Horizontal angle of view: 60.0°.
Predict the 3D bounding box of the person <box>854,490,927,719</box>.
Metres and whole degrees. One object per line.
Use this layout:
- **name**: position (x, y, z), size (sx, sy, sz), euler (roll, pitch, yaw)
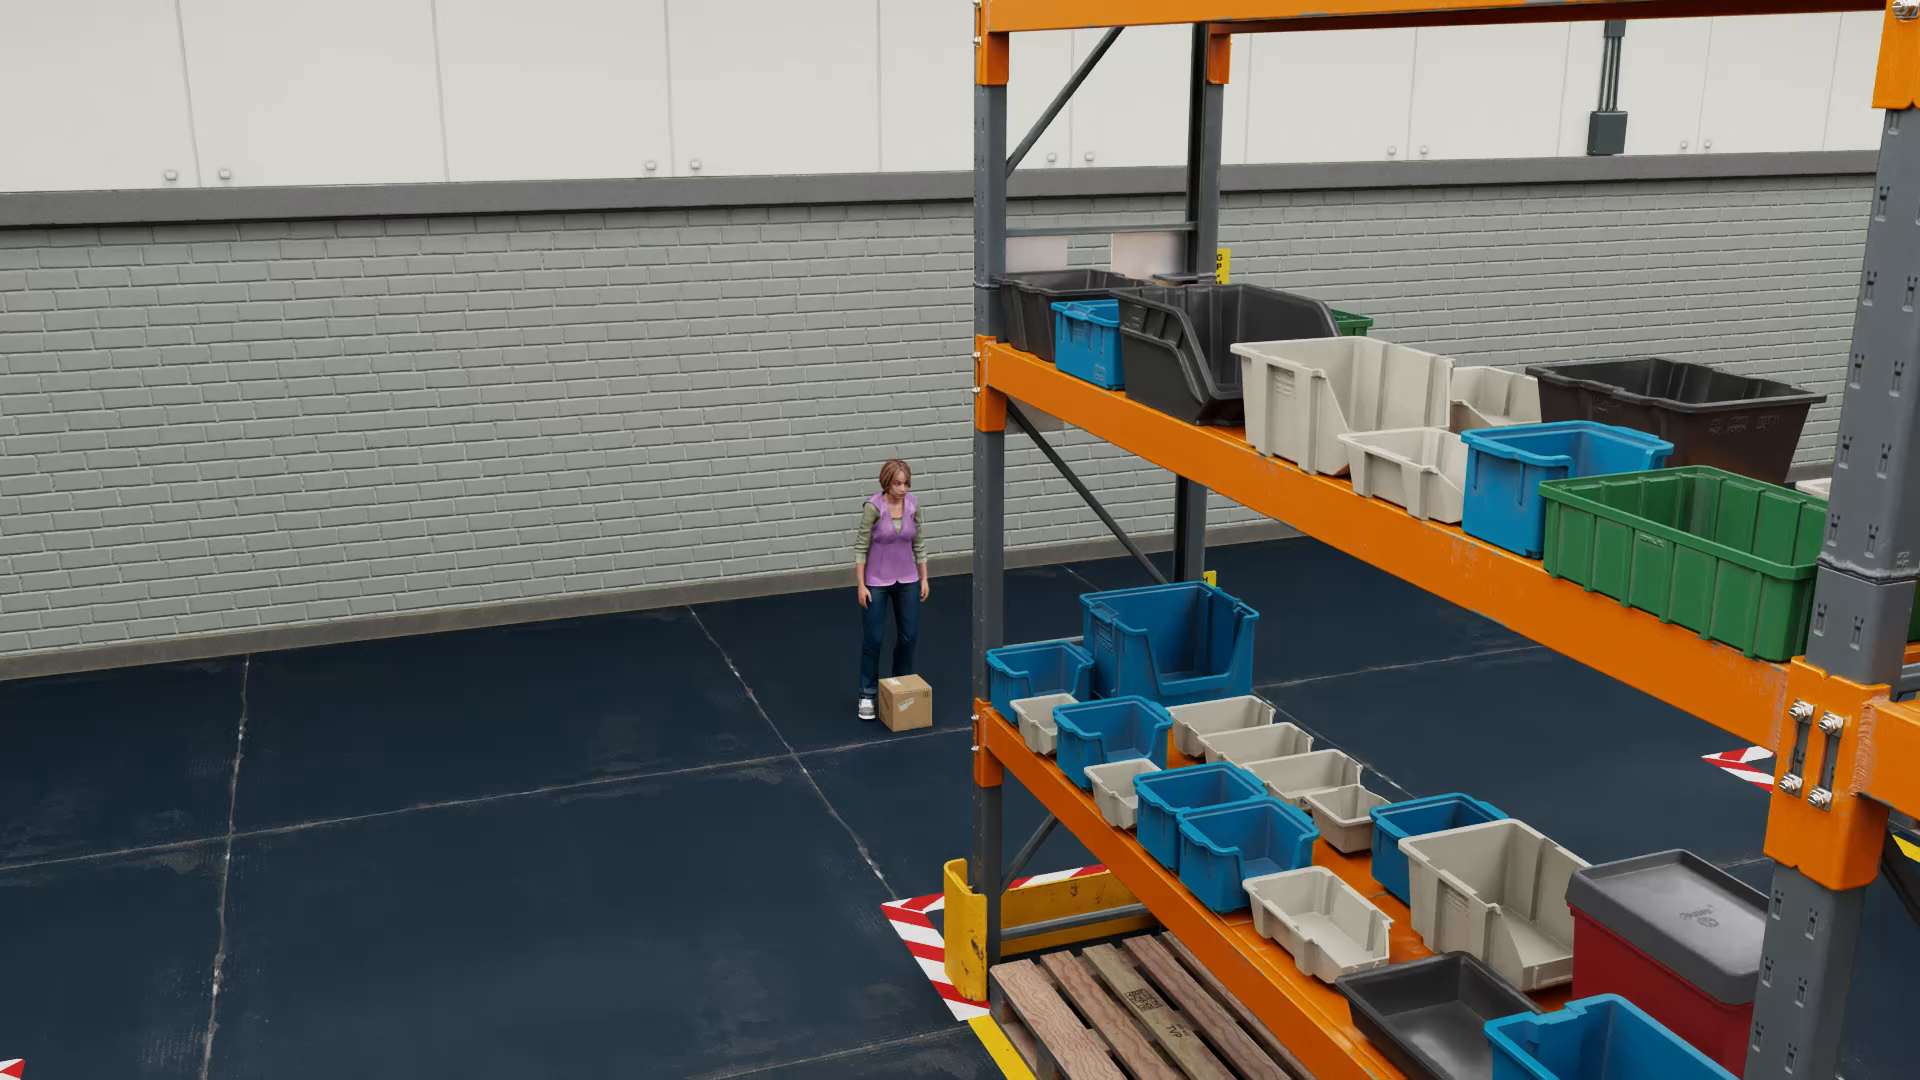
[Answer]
- **person**: position (-4.457, 0.355, 6.875), size (10.366, 3.194, 2.769), euler (-7, 17, -23)
